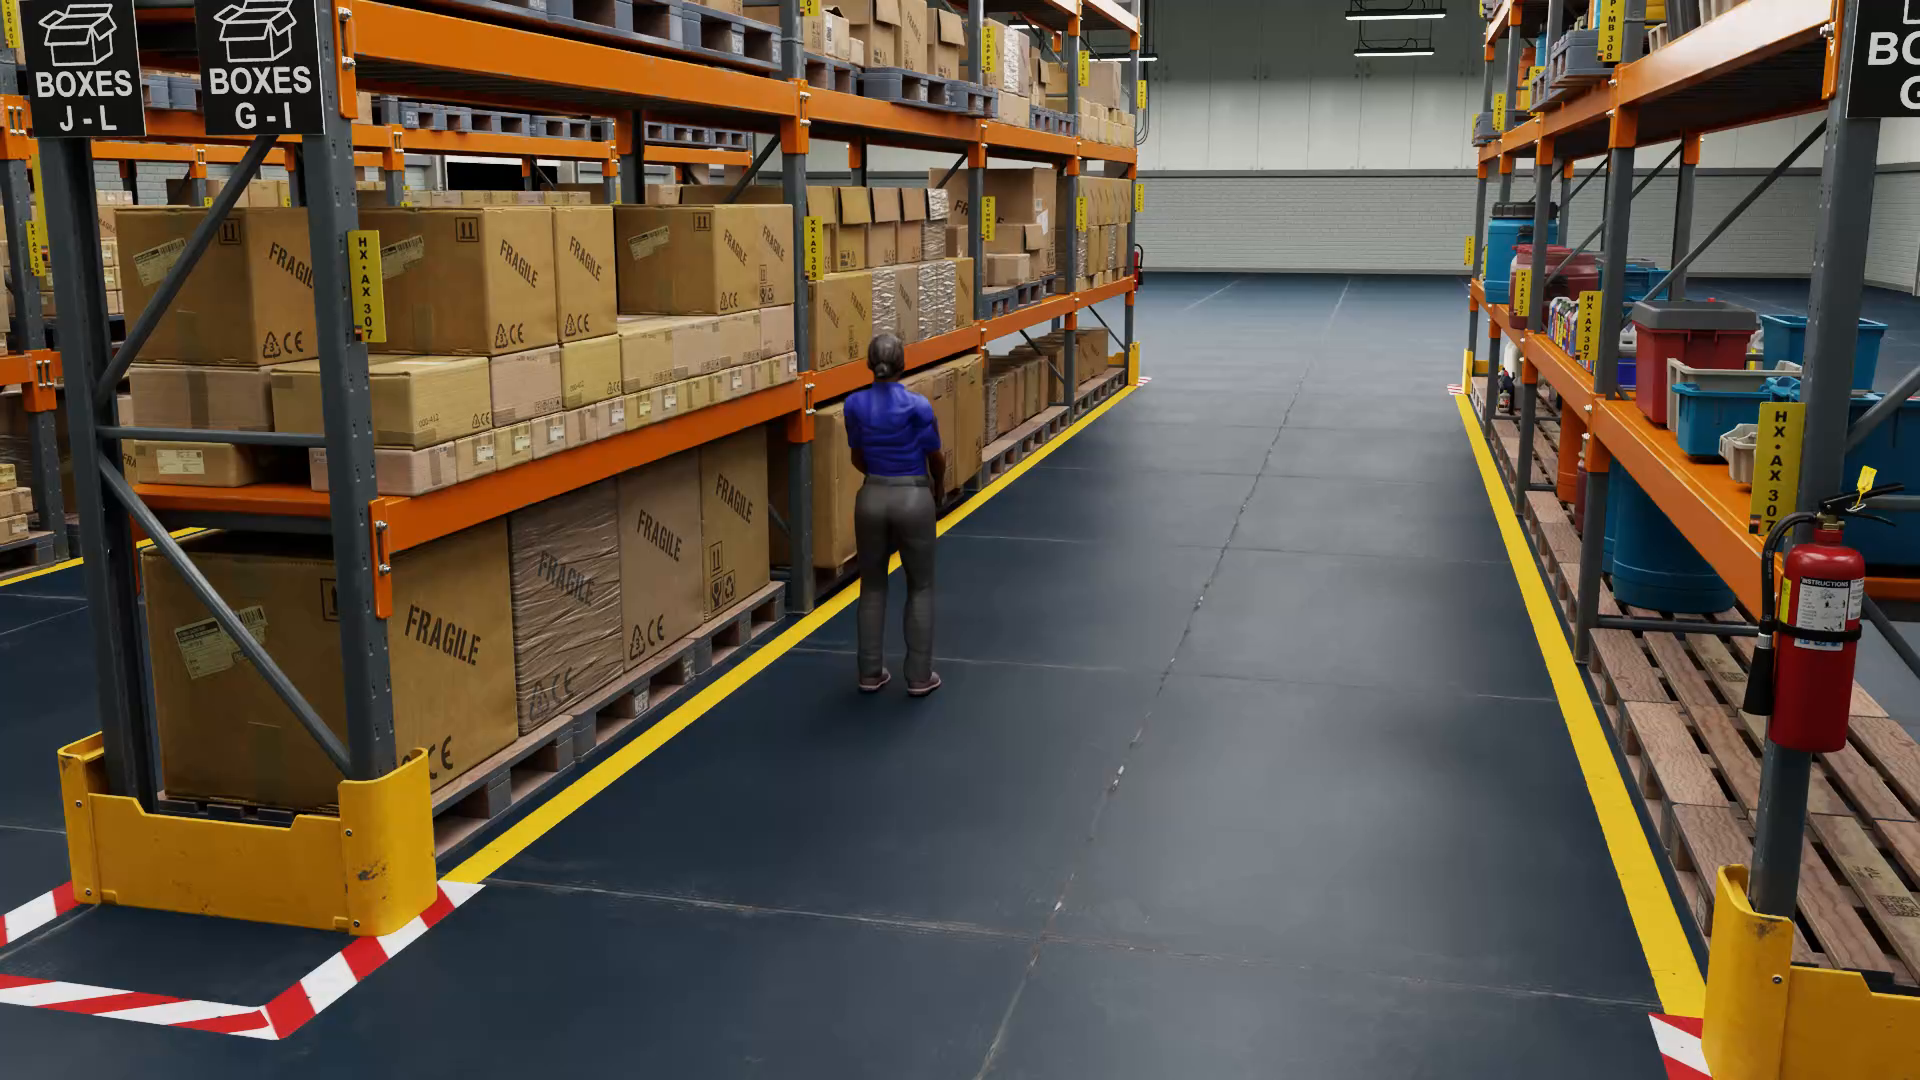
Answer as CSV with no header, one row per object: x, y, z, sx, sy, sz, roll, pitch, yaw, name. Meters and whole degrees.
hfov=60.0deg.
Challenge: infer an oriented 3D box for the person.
-0.272,-0.131,7.627,0.451,1.650,0.518,3,12,15,person
